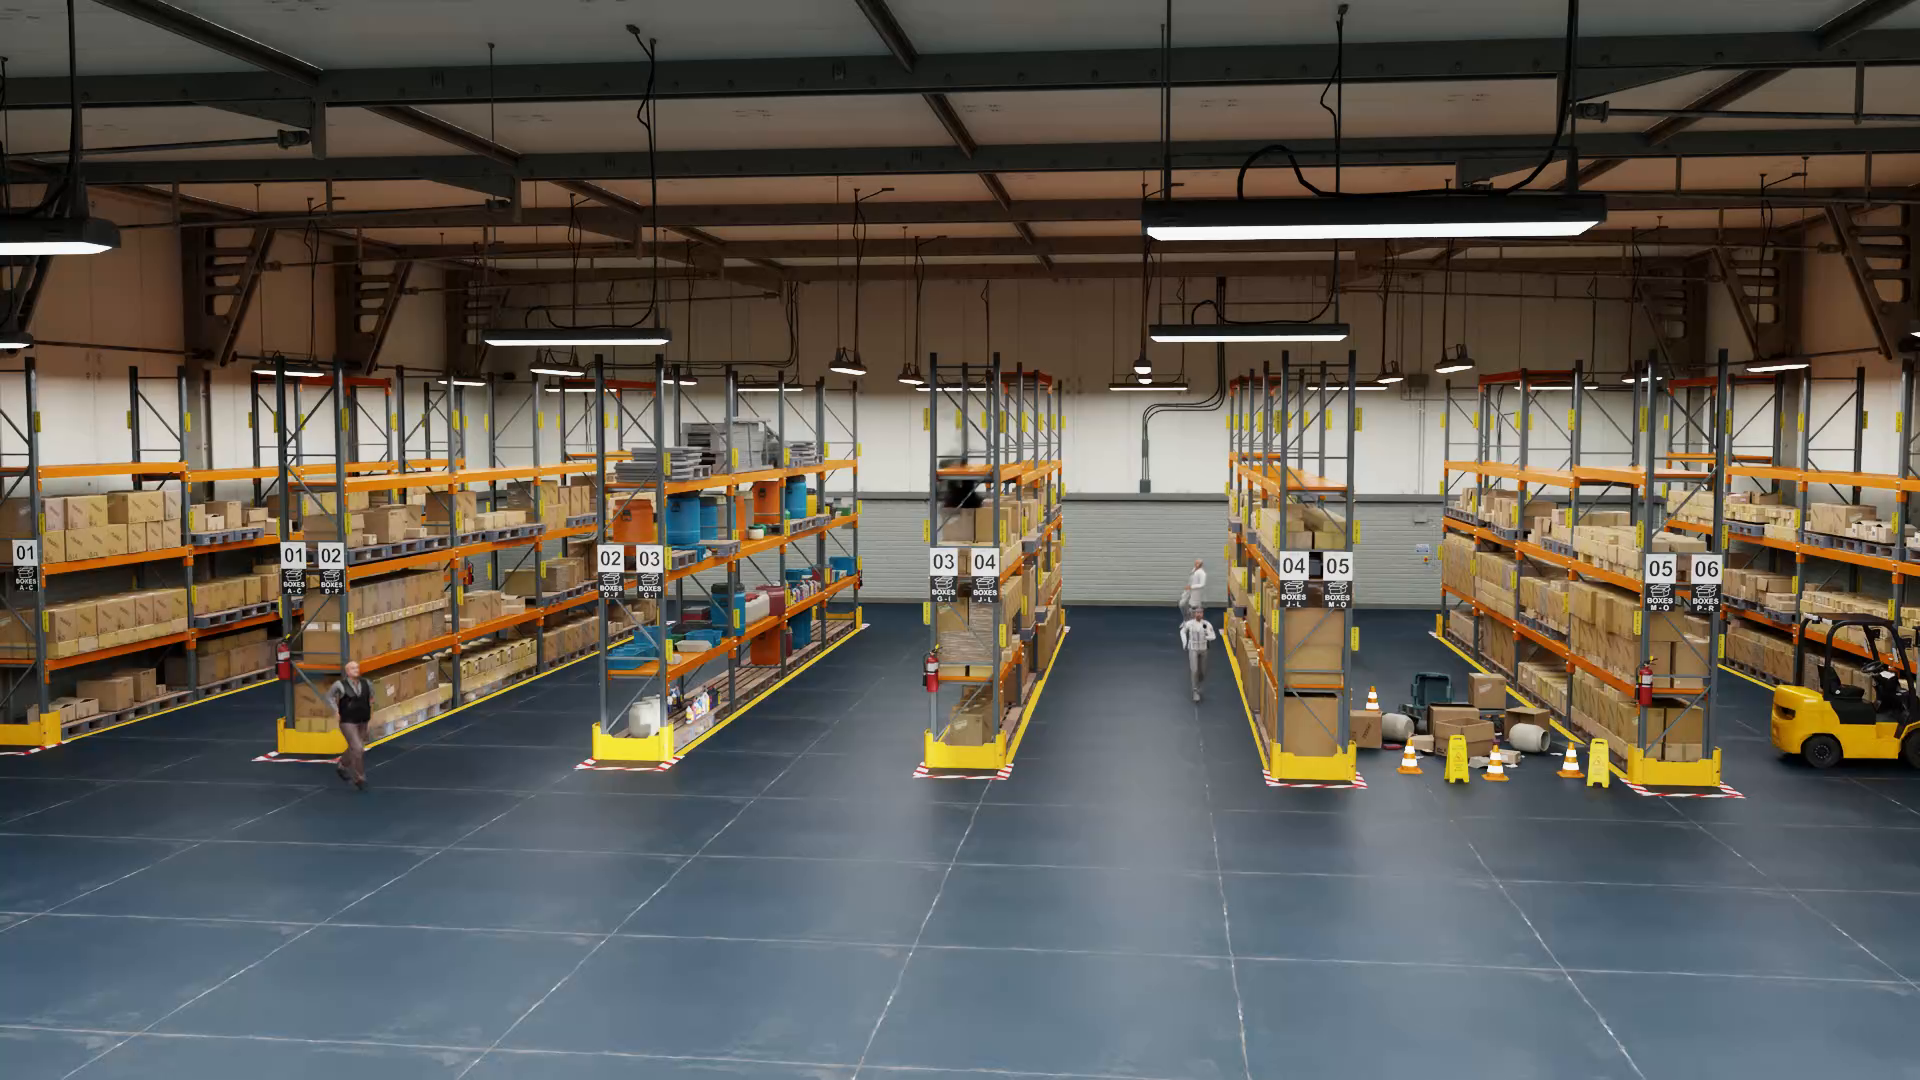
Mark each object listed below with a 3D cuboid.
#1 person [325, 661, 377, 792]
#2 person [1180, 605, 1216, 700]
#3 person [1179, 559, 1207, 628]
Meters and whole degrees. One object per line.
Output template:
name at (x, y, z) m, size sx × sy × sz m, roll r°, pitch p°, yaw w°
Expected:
person at (-8.302, 2.532, 22.815) m, size 0.858 × 1.762 × 0.636 m, roll 3°, pitch 5°, yaw 37°
person at (4.317, 2.007, 30.123) m, size 0.611 × 1.676 × 0.921 m, roll 0°, pitch 4°, yaw 2°
person at (5.637, 1.334, 39.982) m, size 0.686 × 1.639 × 0.695 m, roll -3°, pitch 5°, yaw -32°
